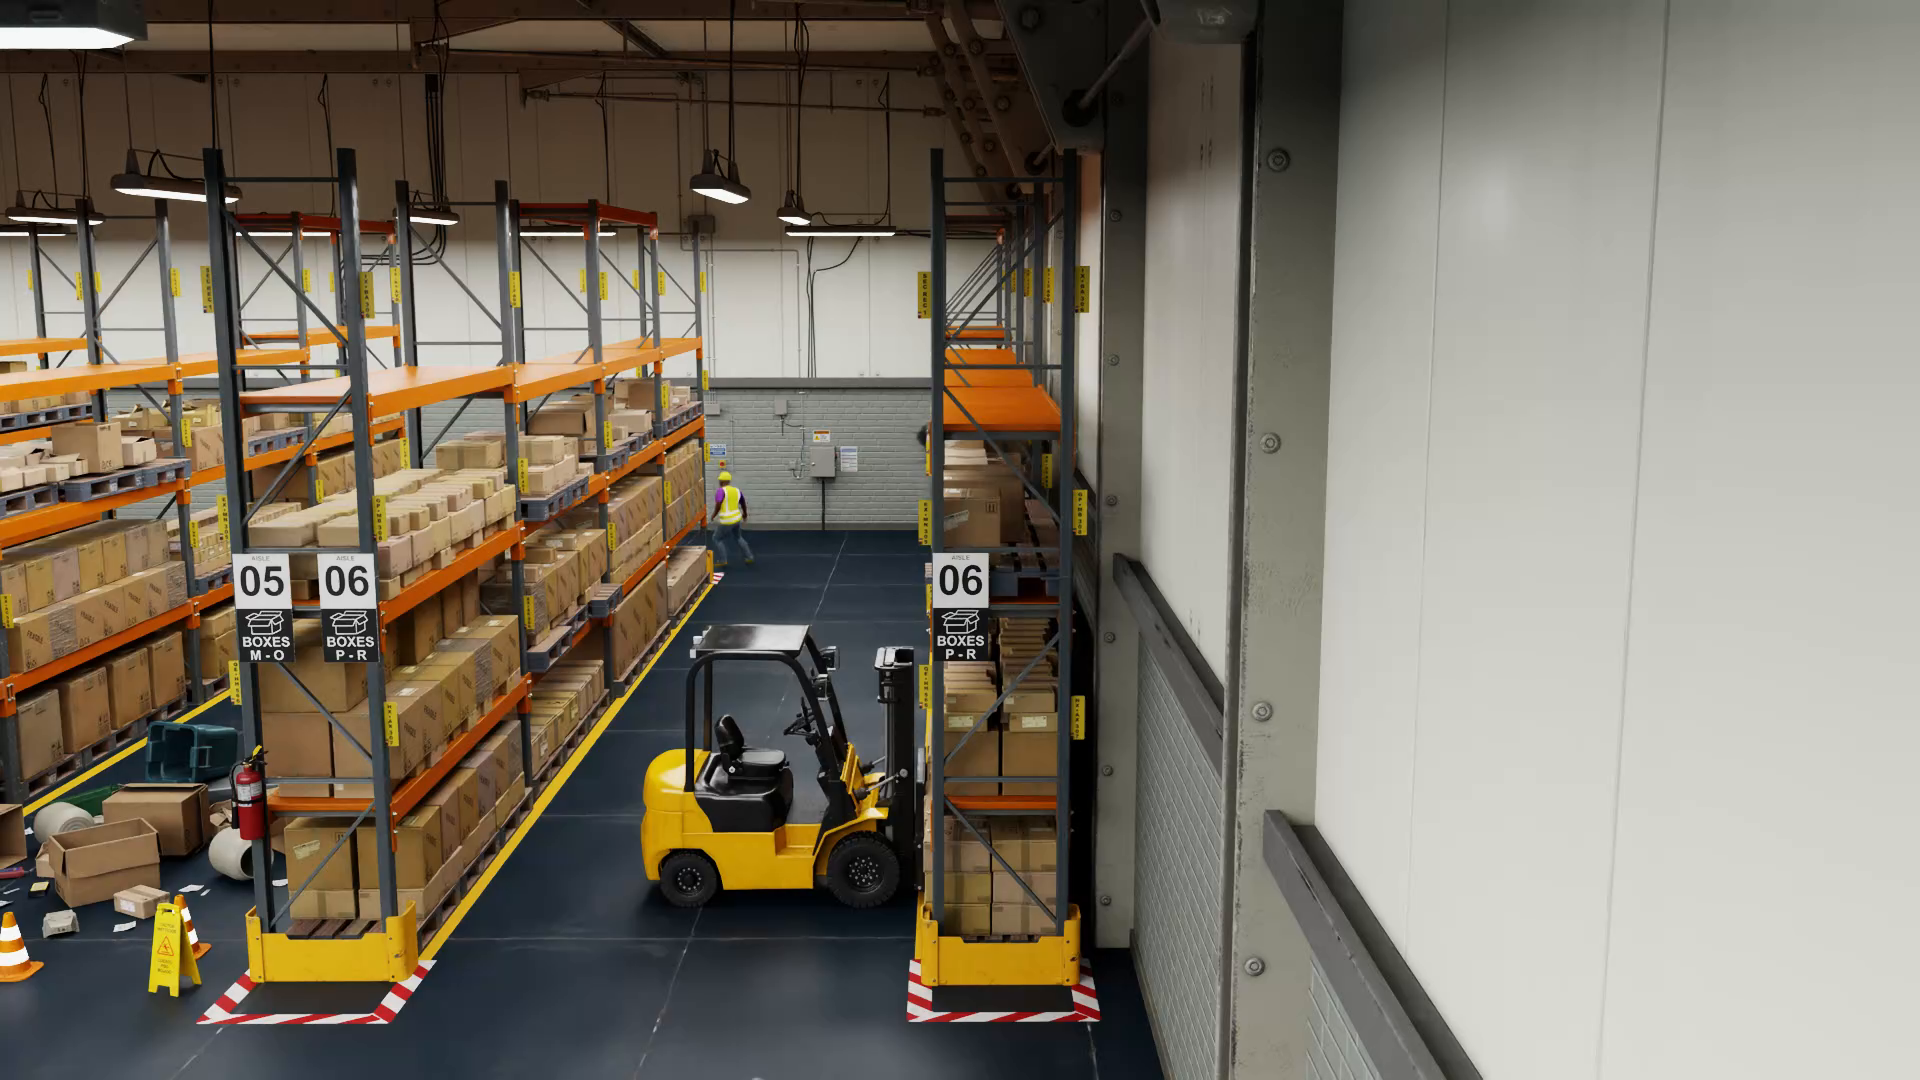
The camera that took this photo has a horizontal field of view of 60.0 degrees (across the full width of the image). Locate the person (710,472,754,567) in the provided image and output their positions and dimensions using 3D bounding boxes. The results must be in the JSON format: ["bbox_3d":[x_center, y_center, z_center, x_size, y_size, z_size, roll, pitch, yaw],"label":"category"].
[{"bbox_3d":[-4.105,-0.352,29.317,0.654,1.715,0.961,5,10,29],"label":"person"}]
